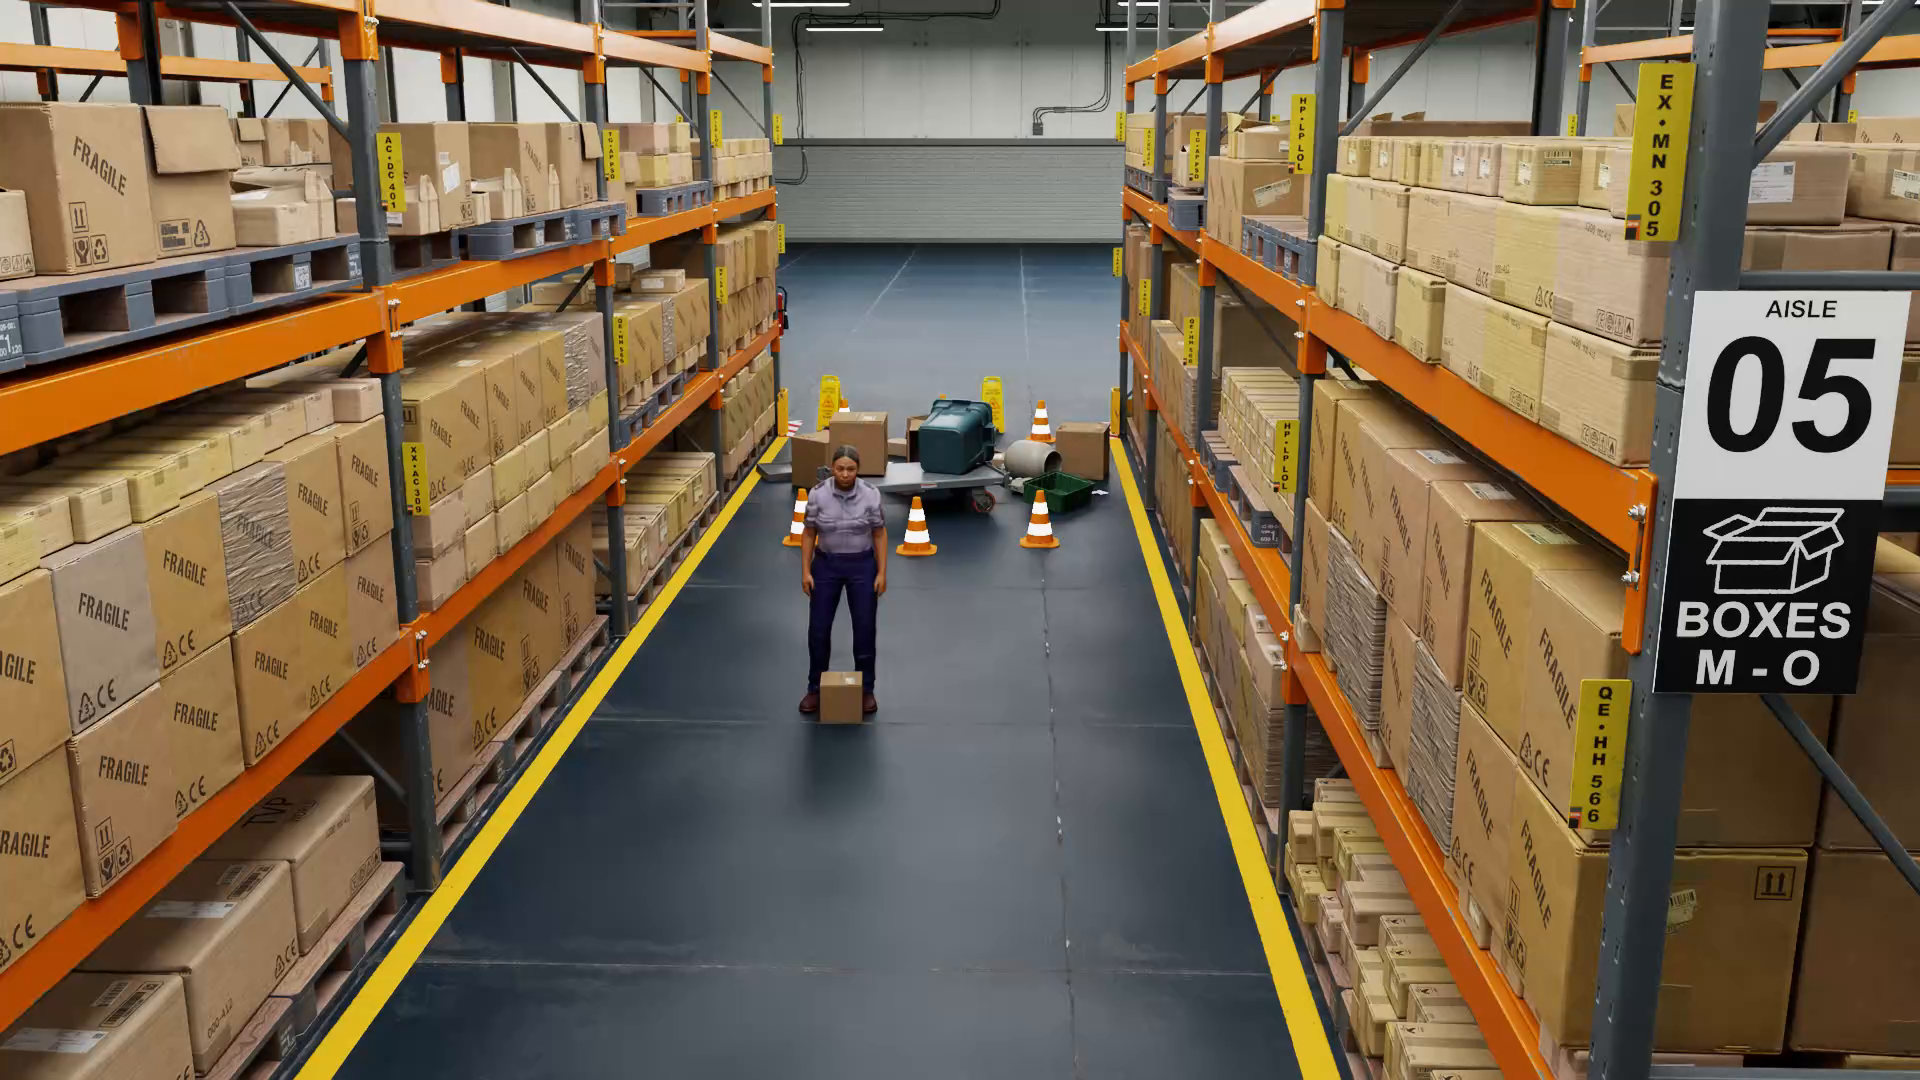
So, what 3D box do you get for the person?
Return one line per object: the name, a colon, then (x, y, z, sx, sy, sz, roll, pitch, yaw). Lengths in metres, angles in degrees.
person: (-0.717, 0.221, 10.135, 0.555, 1.650, 0.377, 0, 14, -2)
